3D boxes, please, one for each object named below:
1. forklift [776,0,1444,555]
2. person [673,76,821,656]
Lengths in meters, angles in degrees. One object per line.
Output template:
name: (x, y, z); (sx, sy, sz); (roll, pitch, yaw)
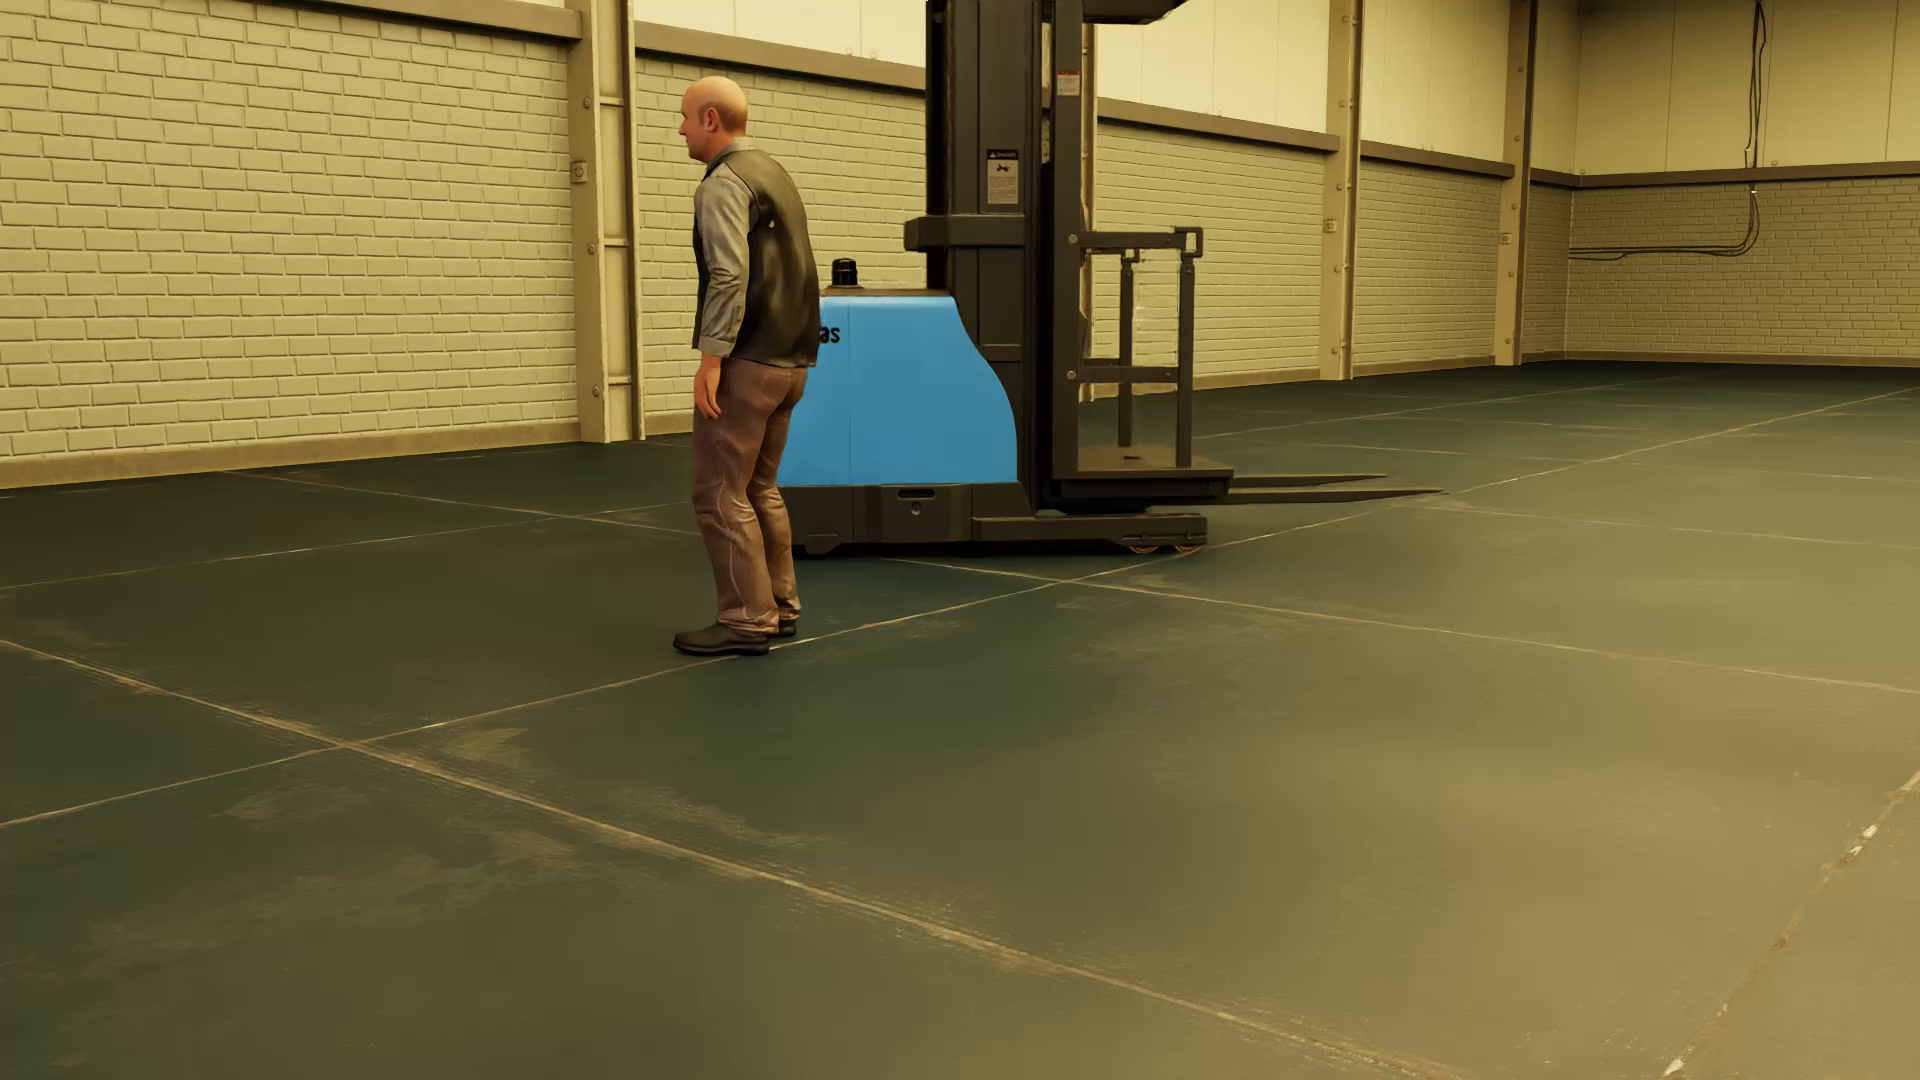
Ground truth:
forklift: (0.603, -1.465, 7.294); (3.031, 2.935, 1.130); (-1, 8, -9)
person: (-0.641, -0.523, 5.047); (0.422, 1.719, 0.580); (2, 9, 13)
